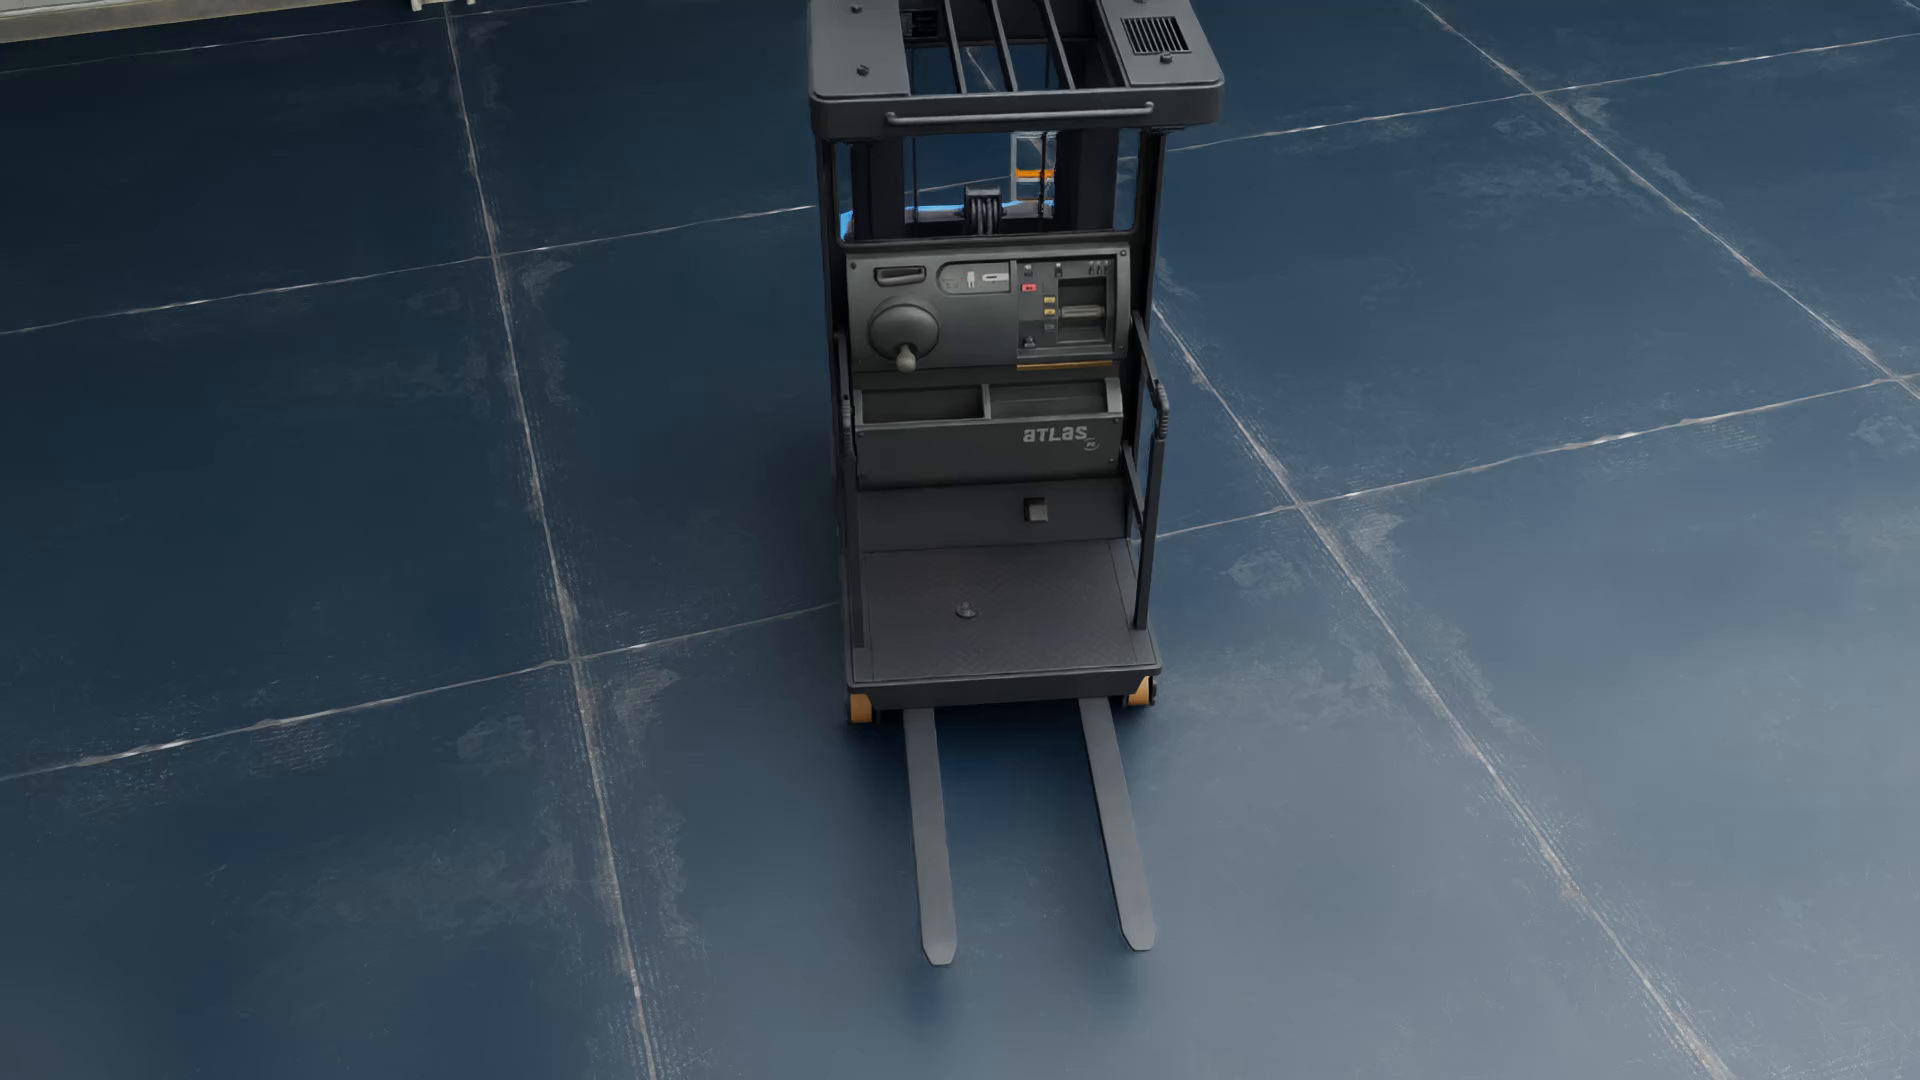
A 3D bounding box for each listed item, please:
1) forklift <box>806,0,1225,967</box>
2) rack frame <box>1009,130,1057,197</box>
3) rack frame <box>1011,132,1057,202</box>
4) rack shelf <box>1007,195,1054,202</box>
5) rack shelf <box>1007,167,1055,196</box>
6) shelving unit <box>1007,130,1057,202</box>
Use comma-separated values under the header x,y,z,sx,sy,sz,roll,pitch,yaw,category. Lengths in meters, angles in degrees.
x,y,z,sx,sy,sz,roll,pitch,yaw,category
0.117,-0.678,5.298,1.130,2.935,3.031,-3,41,-4,forklift
0.338,-1.279,7.369,0.240,1.200,0.006,-1,18,-1,rack frame
0.341,-1.221,7.196,0.240,1.200,0.006,-1,18,-1,rack frame
0.338,-1.435,7.221,0.258,0.103,0.180,-1,18,-1,rack shelf
0.337,-1.549,7.183,0.258,0.103,0.180,-1,18,-1,rack shelf
0.339,-1.250,7.283,0.258,1.200,0.189,-1,18,-1,shelving unit
